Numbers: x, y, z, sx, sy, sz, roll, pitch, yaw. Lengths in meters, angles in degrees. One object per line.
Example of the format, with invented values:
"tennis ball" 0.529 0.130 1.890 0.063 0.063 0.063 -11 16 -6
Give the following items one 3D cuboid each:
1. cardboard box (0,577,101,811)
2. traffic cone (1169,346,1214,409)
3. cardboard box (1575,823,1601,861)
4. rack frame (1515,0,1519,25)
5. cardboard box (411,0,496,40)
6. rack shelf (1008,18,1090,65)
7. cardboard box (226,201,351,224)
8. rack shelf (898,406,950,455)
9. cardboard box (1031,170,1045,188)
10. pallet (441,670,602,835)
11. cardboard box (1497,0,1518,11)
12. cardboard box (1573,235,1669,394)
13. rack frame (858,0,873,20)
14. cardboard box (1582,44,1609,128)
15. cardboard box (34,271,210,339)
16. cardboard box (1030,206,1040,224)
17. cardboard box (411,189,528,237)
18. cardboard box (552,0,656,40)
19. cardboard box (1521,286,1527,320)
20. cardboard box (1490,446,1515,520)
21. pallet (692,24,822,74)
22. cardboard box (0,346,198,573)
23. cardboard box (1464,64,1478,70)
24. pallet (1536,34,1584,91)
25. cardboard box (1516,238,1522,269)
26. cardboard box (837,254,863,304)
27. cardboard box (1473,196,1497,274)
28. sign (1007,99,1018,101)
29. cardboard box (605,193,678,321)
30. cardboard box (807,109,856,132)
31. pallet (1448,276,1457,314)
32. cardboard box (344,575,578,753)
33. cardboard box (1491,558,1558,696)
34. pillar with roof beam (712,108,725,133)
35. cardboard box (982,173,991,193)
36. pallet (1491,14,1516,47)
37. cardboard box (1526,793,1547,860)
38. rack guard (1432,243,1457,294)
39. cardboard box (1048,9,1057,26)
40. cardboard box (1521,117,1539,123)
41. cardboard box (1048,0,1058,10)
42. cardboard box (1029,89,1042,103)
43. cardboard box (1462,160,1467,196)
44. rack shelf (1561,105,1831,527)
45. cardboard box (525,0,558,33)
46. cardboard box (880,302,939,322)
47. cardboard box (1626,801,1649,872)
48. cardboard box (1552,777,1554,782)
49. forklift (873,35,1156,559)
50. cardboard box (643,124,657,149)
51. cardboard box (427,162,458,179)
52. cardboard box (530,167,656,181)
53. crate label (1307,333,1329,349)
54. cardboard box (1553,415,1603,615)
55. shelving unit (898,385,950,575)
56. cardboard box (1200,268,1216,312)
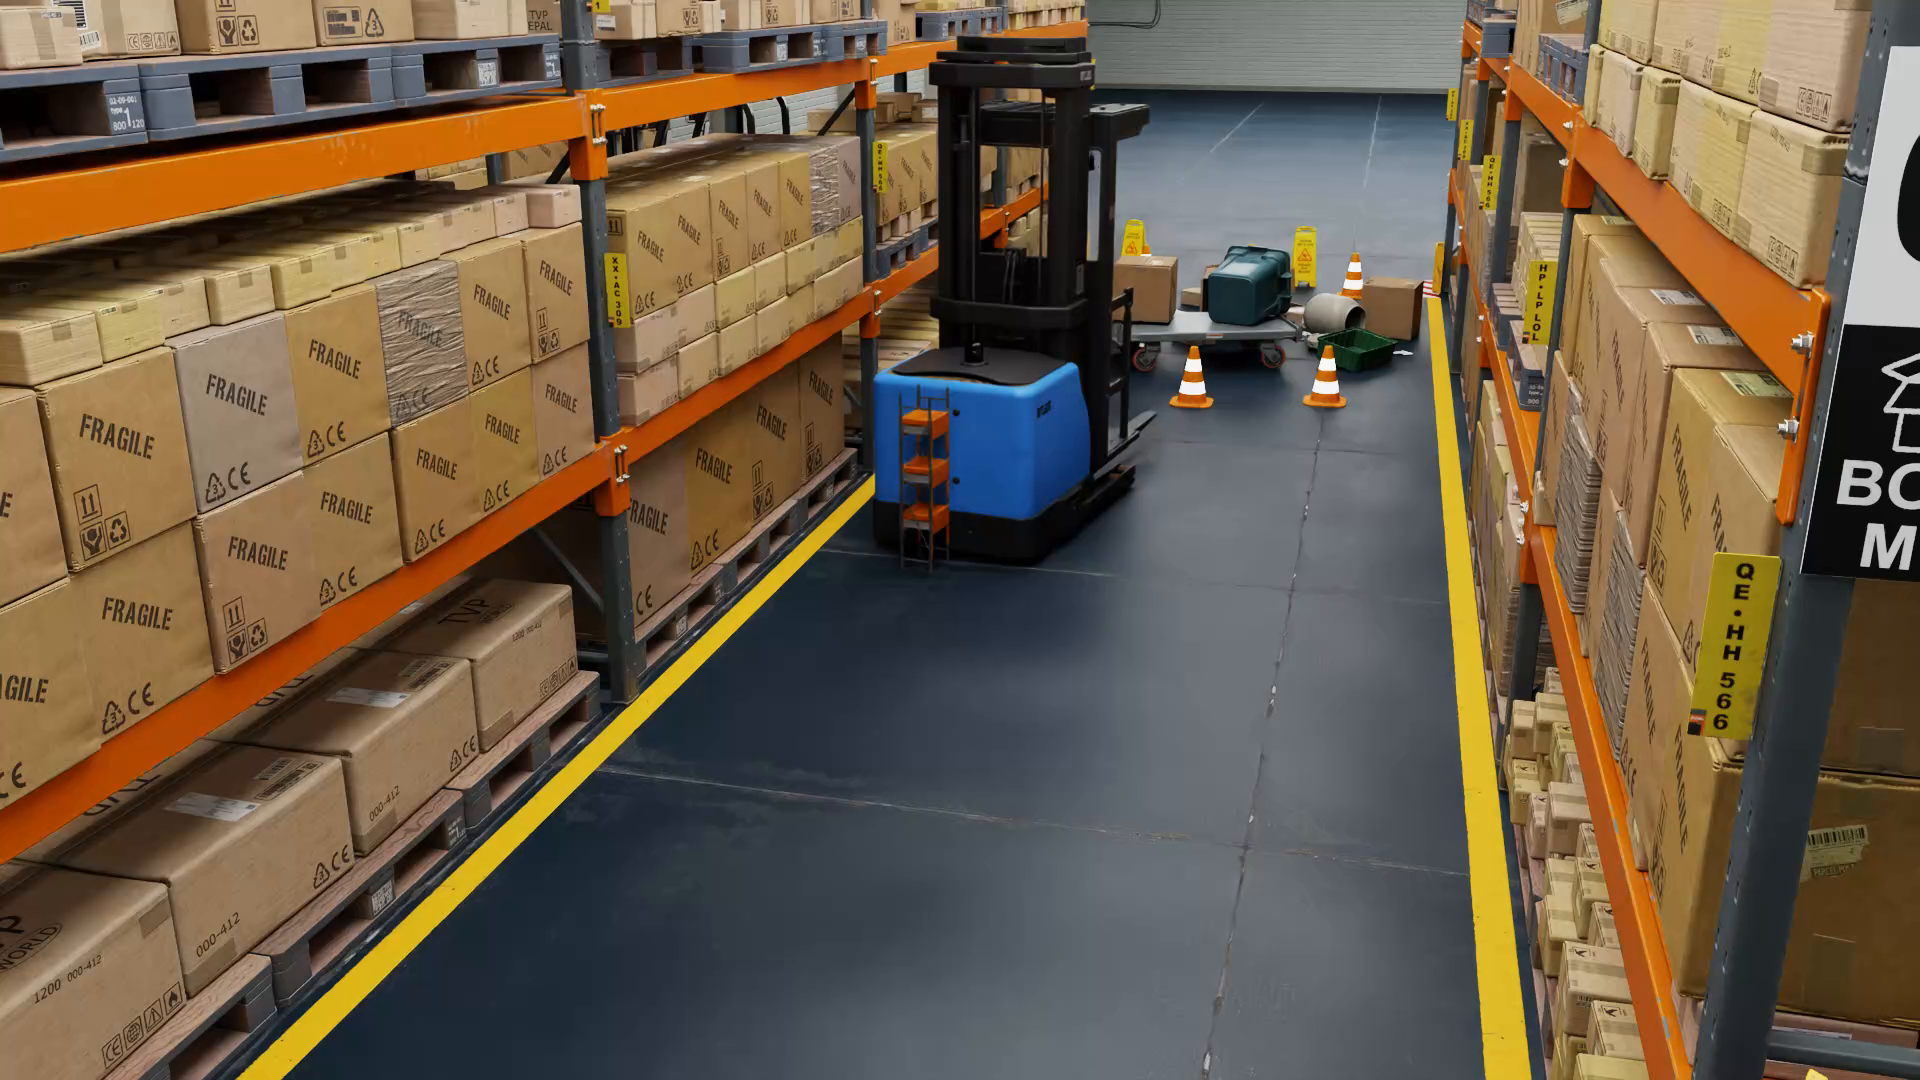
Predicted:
"cardboard box" -2.620 0.392 4.246 0.500 0.500 0.500 5 19 13
"traffic cone" 1.869 -1.325 13.351 0.336 0.463 0.334 5 19 13
"cardboard box" 2.193 1.046 5.324 0.380 0.149 0.250 4 19 11
"rack frame" 3.763 -4.421 9.208 1.000 3.000 0.127 5 19 13
"cardboard box" -1.949 -1.925 6.128 0.380 0.149 0.250 5 20 15
"rack shelf" 0.405 -4.900 16.366 1.077 0.370 4.000 5 19 13
"cardboard box" -2.556 -1.198 6.349 0.380 0.149 0.250 5 19 13
"rack shelf" -0.203 -0.605 9.489 0.215 0.259 0.240 8 20 22
"cardboard box" 0.626 -3.549 16.327 0.380 0.149 0.250 5 19 14
"pallet" -2.300 0.865 7.330 1.003 0.211 1.213 5 19 13
"cardboard box" 3.728 -3.556 10.651 0.500 0.311 0.500 5 19 13
"cardboard box" 2.328 -0.703 5.444 0.500 0.500 0.500 4 19 12
"rack frame" -1.061 -4.780 10.259 1.000 3.000 0.127 5 19 13
"cardboard box" 2.417 -1.552 5.682 0.500 0.250 0.500 6 20 16
"cardboard box" -2.431 -0.681 4.835 0.380 0.149 0.250 5 19 14
"cardboard box" 0.597 -3.198 16.350 0.380 0.149 0.250 6 20 17
"cardboard box" -1.975 -1.319 6.703 0.380 0.149 0.250 5 20 15
"cardboard box" -1.577 -2.371 7.406 0.396 0.266 0.258 4 19 13
"cardboard box" 3.263 -1.284 9.044 0.380 0.149 0.250 6 20 16
"cardboard box" 2.977 -0.279 8.421 0.500 0.250 0.500 4 19 11
"pallet" -1.437 -2.714 9.145 1.003 0.211 1.213 6 20 16
"cardboard box" -2.503 -0.244 4.561 0.500 0.500 0.500 4 19 12
"cardboard box" 5.590 -4.558 16.988 0.875 0.550 0.550 5 19 13
"pallet" 3.291 -2.169 7.547 1.213 0.211 1.003 5 19 13
"cardboard box" 3.451 -1.667 9.705 0.380 0.149 0.250 6 20 16
"cardboard box" -0.933 -1.691 10.729 0.500 0.250 0.500 4 19 11
"cardboard box" 3.859 -2.104 11.553 0.500 0.500 0.500 4 19 12
"sign" 0.455 -3.700 14.588 0.100 0.325 0.005 5 19 13
"cardboard box" -1.652 -1.323 7.718 0.500 0.500 0.500 5 19 14
"cardboard box" -0.935 -3.170 12.559 0.380 0.149 0.250 4 19 11
"pallet" 5.599 -2.513 17.217 1.003 0.211 1.213 5 19 13
"cardboard box" -2.296 0.515 7.353 0.875 0.438 0.875 4 19 13
"cardboard box" 2.723 0.404 7.580 0.500 0.500 0.500 4 19 12
"pillar with roof beam" 0.676 -9.072 22.825 9.100 9.000 0.400 5 19 13
"cardboard box" 0.058 -3.091 14.336 0.380 0.149 0.250 5 19 14
"pallet" 4.140 -3.468 11.353 1.003 0.211 1.213 6 20 16
"cardboard box" 2.310 1.077 6.155 0.380 0.149 0.250 5 19 13
"rack guard" 5.724 -2.914 17.945 1.175 0.500 0.348 5 19 13
"cardboard box" 0.745 -5.130 16.314 0.380 0.149 0.250 4 19 13
"cardboard box" 4.253 -2.722 11.814 0.700 0.500 0.500 4 19 13
"cardboard box" 0.662 -5.277 16.127 0.500 0.250 0.500 5 19 14
"cardboard box" 0.380 -4.135 15.491 0.700 0.500 0.500 5 19 14
"cardboard box" 5.210 -3.531 15.653 0.875 0.550 0.500 5 19 13
"rack shelf" 2.298 -0.780 4.303 1.077 0.370 4.000 5 19 13
"cardboard box" -2.027 -2.556 7.878 0.500 0.311 0.500 5 19 13
"cardboard box" -0.382 -1.760 14.114 0.950 0.372 0.625 6 20 17
"cardboard box" 1.798 0.684 3.934 0.380 0.149 0.250 5 20 15
"cardboard box" 2.388 0.936 6.108 0.380 0.149 0.250 5 19 13
"forklift" 0.530 -1.713 10.669 1.130 2.935 3.031 8 20 22
"cardboard box" -3.786 -4.711 19.186 0.500 0.500 0.500 4 19 12
"cardboard box" -4.889 -3.415 15.004 0.500 0.250 0.500 4 19 12
"cardboard box" -1.911 -1.688 8.786 0.500 0.500 0.500 5 20 15
"crate label" 3.350 -1.817 15.295 0.298 0.136 0.250 -9 21 -24
"cardboard box" 2.149 -0.070 5.137 0.500 0.500 0.500 4 19 12
"shelving unit" -0.203 -0.346 9.578 0.215 1.050 0.252 8 20 22
"cardboard box" 2.699 -2.287 15.895 0.797 0.637 0.503 5 19 13
